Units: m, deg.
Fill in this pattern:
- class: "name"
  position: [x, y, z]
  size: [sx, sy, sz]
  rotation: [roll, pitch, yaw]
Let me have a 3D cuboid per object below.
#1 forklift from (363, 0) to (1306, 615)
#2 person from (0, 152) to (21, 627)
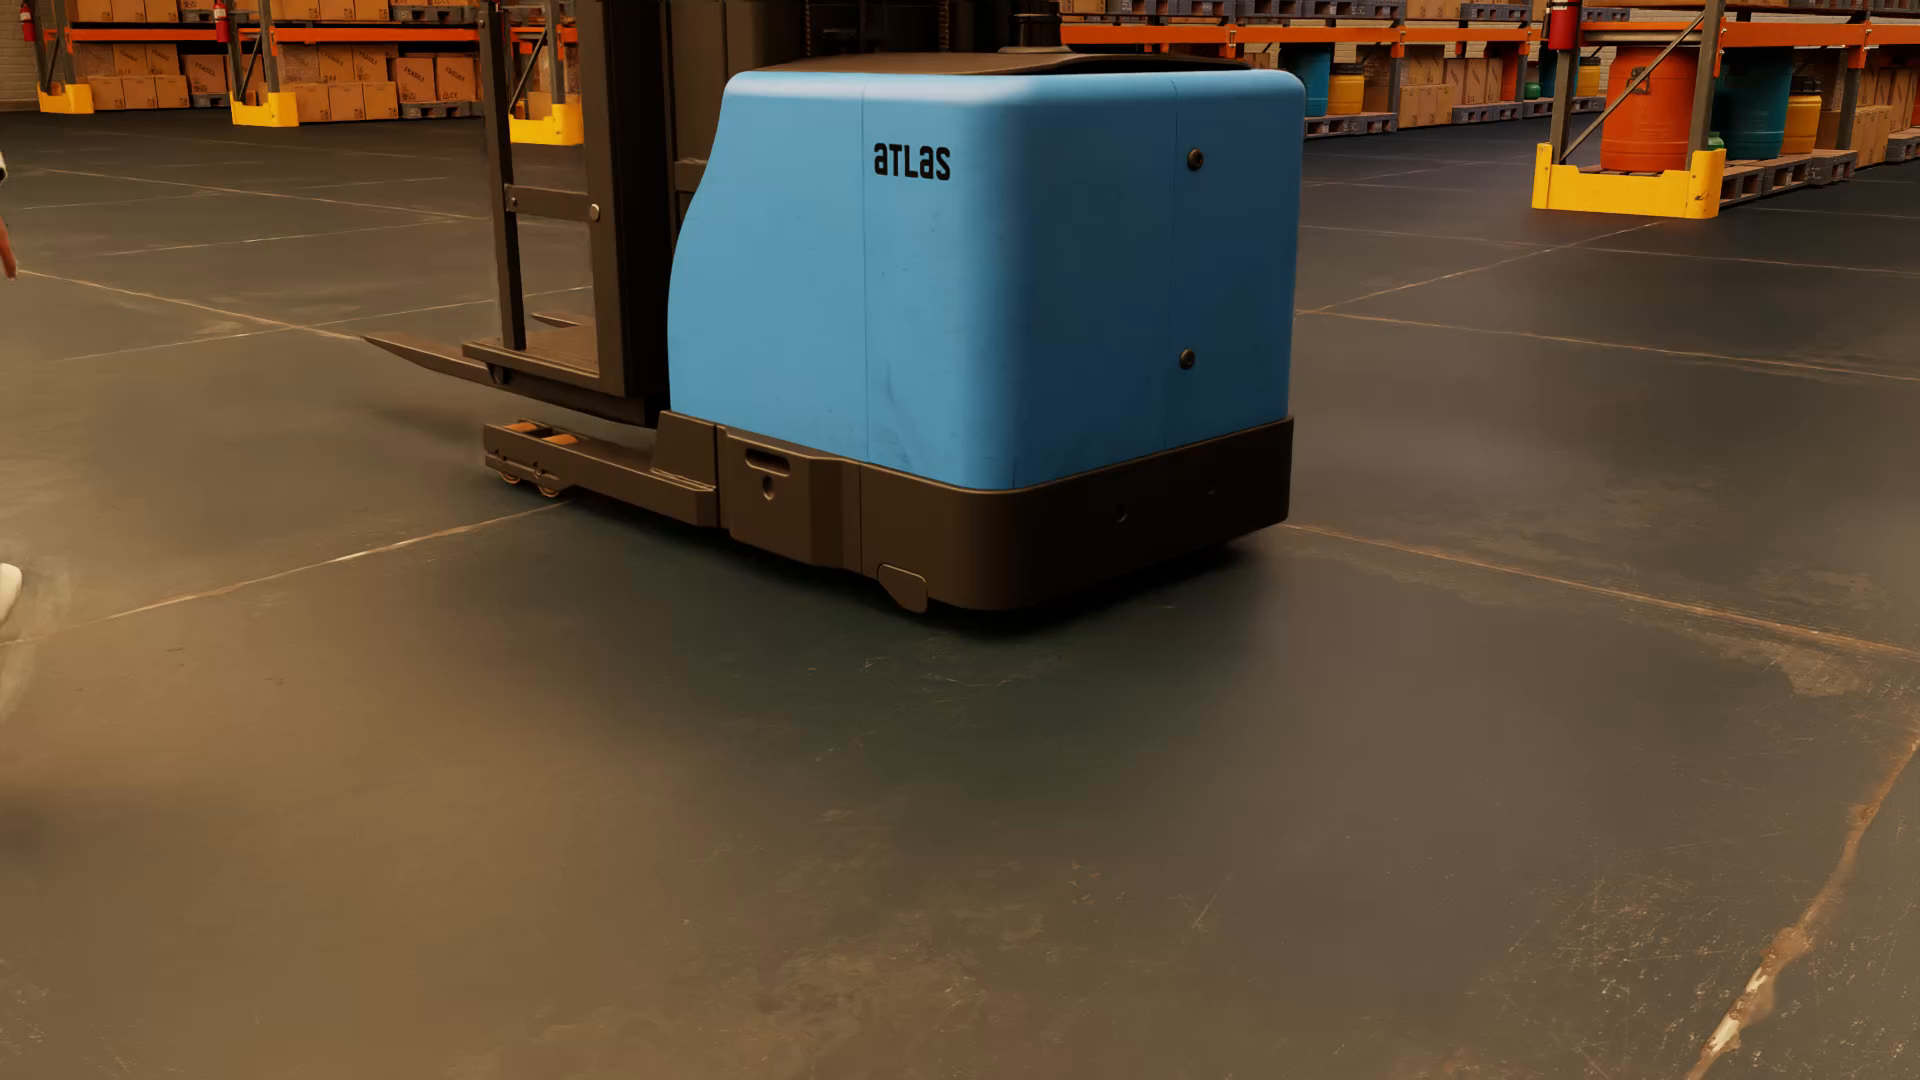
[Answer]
- class: "forklift"
  position: [-0.623, -1.602, 4.174]
  size: [1.130, 2.935, 3.031]
  rotation: [-16, 23, -42]
- class: "person"
  position: [-1.931, -0.438, 2.588]
  size: [0.922, 1.670, 0.581]
  rotation: [11, 20, 32]
